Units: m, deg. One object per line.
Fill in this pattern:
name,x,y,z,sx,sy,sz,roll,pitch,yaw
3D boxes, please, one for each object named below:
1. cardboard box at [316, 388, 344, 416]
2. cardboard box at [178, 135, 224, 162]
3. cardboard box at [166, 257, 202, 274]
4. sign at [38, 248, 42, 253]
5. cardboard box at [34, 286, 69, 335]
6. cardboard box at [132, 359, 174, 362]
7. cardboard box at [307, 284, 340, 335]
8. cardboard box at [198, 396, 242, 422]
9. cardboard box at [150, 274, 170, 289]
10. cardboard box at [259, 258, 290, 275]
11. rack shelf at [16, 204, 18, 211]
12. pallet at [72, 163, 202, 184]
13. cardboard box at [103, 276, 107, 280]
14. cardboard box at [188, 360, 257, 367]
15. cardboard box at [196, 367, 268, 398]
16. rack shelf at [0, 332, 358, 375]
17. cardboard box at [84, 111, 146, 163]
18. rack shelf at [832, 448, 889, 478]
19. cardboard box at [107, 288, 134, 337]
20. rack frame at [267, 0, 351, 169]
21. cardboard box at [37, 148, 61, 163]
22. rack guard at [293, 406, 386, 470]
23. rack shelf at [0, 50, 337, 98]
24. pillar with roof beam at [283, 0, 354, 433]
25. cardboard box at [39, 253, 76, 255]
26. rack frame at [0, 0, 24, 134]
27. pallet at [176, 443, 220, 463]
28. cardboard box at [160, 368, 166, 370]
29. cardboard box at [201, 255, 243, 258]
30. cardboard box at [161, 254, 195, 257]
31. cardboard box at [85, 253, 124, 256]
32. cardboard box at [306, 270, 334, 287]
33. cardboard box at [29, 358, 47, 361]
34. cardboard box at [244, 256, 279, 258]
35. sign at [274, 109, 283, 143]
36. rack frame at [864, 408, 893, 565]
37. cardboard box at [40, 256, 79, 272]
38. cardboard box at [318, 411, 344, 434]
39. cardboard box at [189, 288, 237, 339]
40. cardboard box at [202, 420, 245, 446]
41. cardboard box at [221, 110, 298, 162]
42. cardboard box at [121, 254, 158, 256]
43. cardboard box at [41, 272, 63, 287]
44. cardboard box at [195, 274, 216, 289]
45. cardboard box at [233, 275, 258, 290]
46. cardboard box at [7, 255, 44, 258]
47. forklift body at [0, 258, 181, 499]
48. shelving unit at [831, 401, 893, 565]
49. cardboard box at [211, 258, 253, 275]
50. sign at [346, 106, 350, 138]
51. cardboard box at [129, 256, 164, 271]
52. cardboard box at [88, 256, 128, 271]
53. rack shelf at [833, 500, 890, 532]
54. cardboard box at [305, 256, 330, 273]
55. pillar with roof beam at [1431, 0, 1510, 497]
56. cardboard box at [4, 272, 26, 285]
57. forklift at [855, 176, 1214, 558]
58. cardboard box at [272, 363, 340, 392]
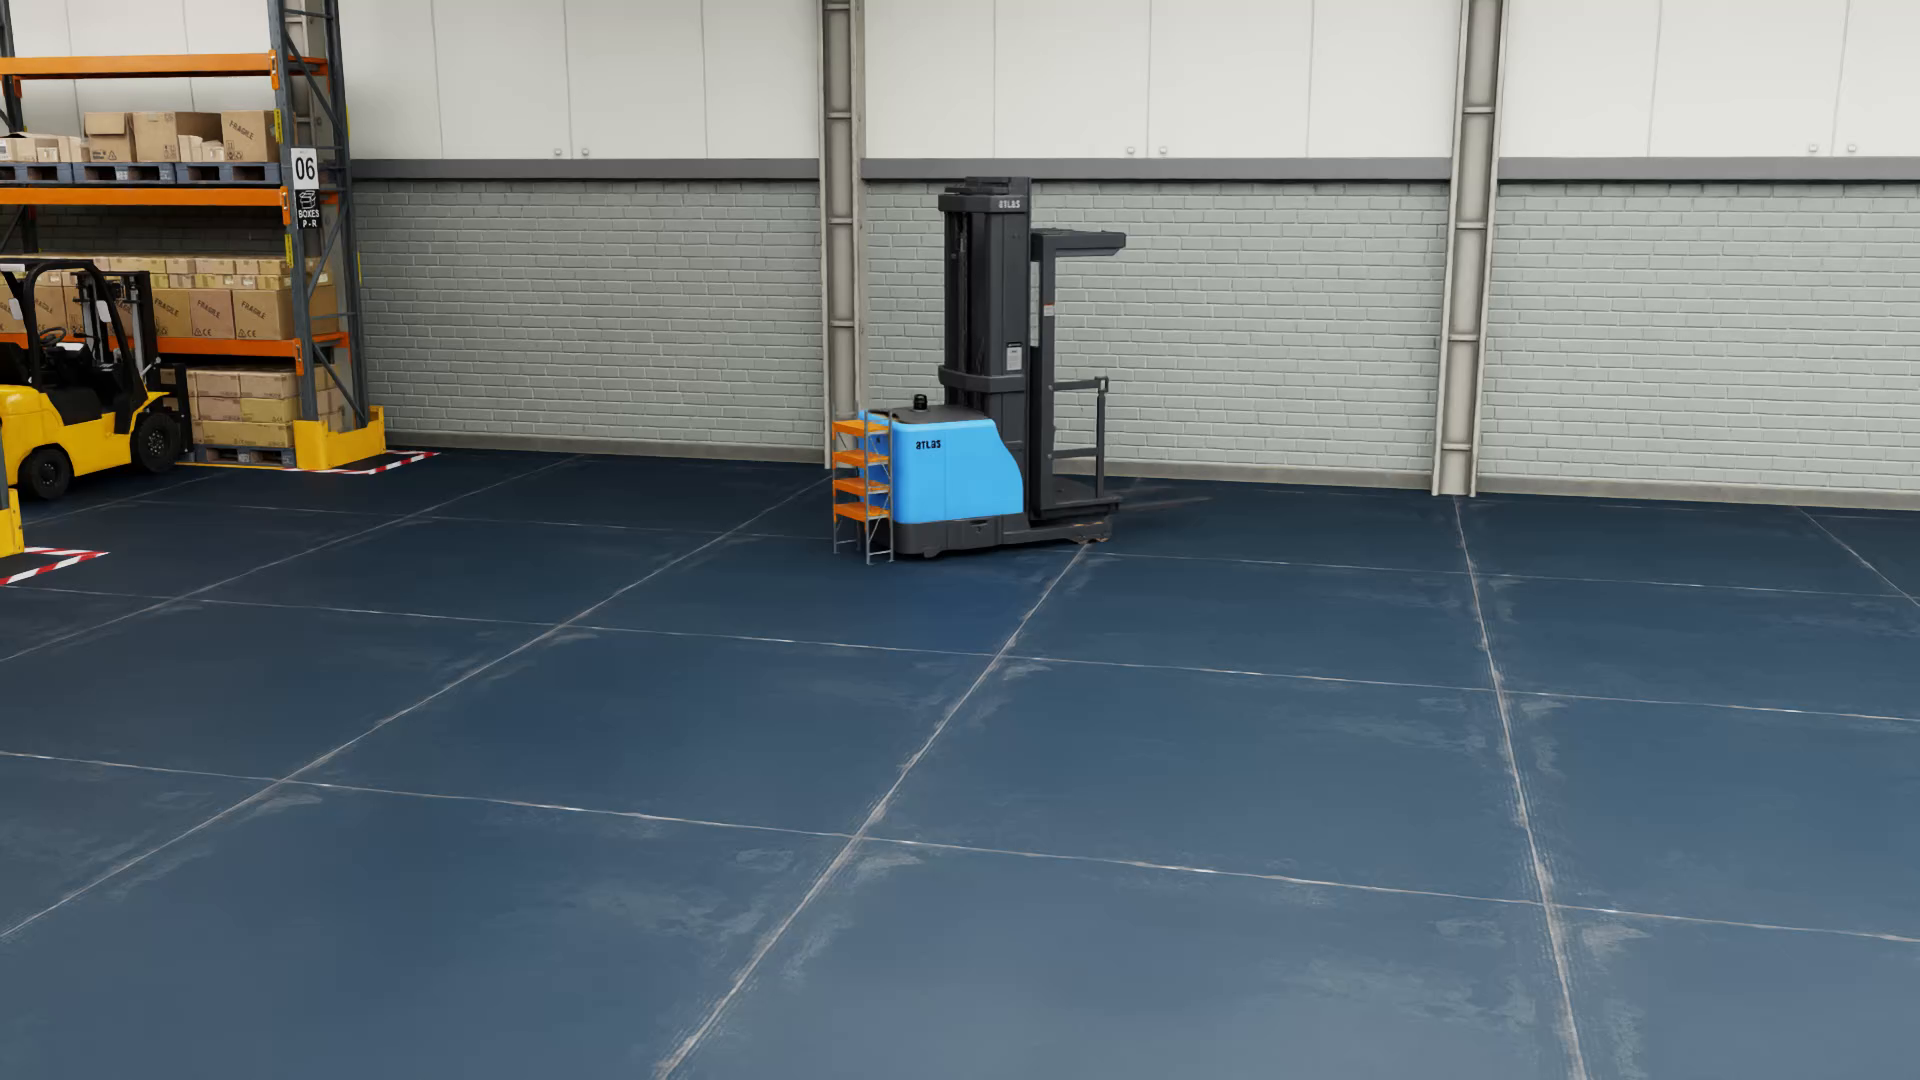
cardboard box,-6.933,-1.481,17.706,0.500,0.250,0.500,3,13,15
cardboard box,-7.650,-3.951,16.800,0.258,0.266,0.396,3,13,14
cardboard box,-7.935,-2.824,17.120,0.250,0.149,0.380,3,13,15
sign,-10.278,-3.091,18.561,0.005,0.325,0.100,3,13,14
cardboard box,-9.532,-2.461,17.669,0.500,0.500,0.500,3,13,15
cardboard box,-8.902,-1.827,18.114,0.500,0.250,0.500,3,13,14
cardboard box,-6.941,-2.439,17.570,0.500,0.500,0.500,3,13,15
cardboard box,-7.558,-1.400,17.344,0.500,0.250,0.500,3,13,13
cardboard box,-8.181,-2.692,17.213,0.250,0.149,0.380,3,13,14
cardboard box,-6.924,-2.791,16.972,0.250,0.149,0.380,3,13,14
rack shelf,-12.351,-3.730,18.358,4.000,0.370,1.077,3,13,14
pallet,-8.395,-3.832,17.359,1.213,0.211,1.003,3,13,14
cardboard box,-8.927,-2.735,17.405,0.250,0.149,0.380,3,13,12
cardboard box,-7.916,-1.775,17.878,0.500,0.250,0.500,3,13,13
cardboard box,-7.545,-1.640,17.271,0.500,0.250,0.500,3,13,15
rack shelf,-8.468,-2.058,17.747,4.000,0.370,1.077,3,13,14
cardboard box,-8.544,-4.159,17.189,0.637,0.503,0.797,3,13,15
rack shelf,-0.763,-0.602,12.956,0.258,0.148,0.480,-9,15,-34
cardboard box,-8.557,-2.404,17.413,0.500,0.500,0.500,3,13,14
rack frame,-6.526,-5.235,16.551,0.127,3.000,1.000,3,13,14
cardboard box,-9.301,-3.982,17.210,0.250,0.149,0.380,3,13,15
rack guard,-6.503,-1.084,17.466,0.348,0.500,1.175,3,13,14
rack shelf,-8.468,-4.792,17.141,4.000,0.370,1.077,3,13,14
pillar with roof beam,-8.018,-4.555,13.488,0.400,9.000,9.100,3,13,14
cardboard box,-9.794,-3.049,18.137,0.250,0.149,0.380,3,13,12
rack frame,-10.410,-5.442,17.487,0.127,3.000,1.000,3,13,14
pallet,-8.459,-1.039,17.930,1.213,0.211,1.003,3,13,14
cardboard box,-8.527,-1.692,17.505,0.500,0.250,0.500,3,13,12
cardboard box,-7.805,-2.935,17.620,0.250,0.149,0.380,3,13,15
cardboard box,-8.296,-2.965,17.758,0.250,0.149,0.380,3,13,14
cardboard box,-9.275,-3.039,18.089,0.250,0.149,0.380,3,13,12
cardboard box,-6.793,-2.743,17.445,0.250,0.149,0.380,3,13,12
cardboard box,-9.885,-1.879,18.349,0.500,0.250,0.500,3,13,15
cardboard box,-7.307,-2.910,17.510,0.250,0.149,0.380,3,13,15
sign,-6.670,-4.050,16.278,0.005,0.325,0.100,3,13,14
rack frame,-0.623,-0.406,12.795,0.240,1.200,0.015,-9,15,-34
cardboard box,-9.420,-2.904,17.483,0.250,0.149,0.380,3,13,15
cardboard box,-6.956,-1.235,17.754,0.500,0.250,0.500,3,13,14
cardboard box,-7.568,-2.354,17.187,0.500,0.500,0.500,3,13,15
cardboard box,-7.539,-1.154,17.389,0.500,0.250,0.500,3,13,14
cardboard box,-7.014,-4.045,16.682,0.500,0.500,0.500,3,13,15
cardboard box,-8.792,-2.998,17.905,0.250,0.149,0.380,3,13,13
cardboard box,-9.430,-2.758,17.510,0.250,0.149,0.380,3,13,15
cardboard box,-7.660,-2.679,17.155,0.250,0.149,0.380,3,13,13
cardboard box,-7.185,-2.637,16.967,0.250,0.149,0.380,3,13,14
cardboard box,-9.891,-2.954,17.709,0.250,0.149,0.380,3,13,14
forklift body,-8.804,-1.606,16.008,1.214,2.155,2.313,3,13,14
shelving unit,-0.763,-0.450,12.990,0.258,1.200,0.503,-9,15,-34
cardboard box,-7.432,-2.805,17.036,0.250,0.149,0.380,3,13,15
sign,-6.387,-4.352,17.298,0.005,0.325,0.100,3,13,14
cardboard box,-8.415,-2.869,17.325,0.250,0.149,0.380,3,13,14
cardboard box,-8.901,-2.895,17.442,0.250,0.149,0.380,3,13,13
rack shelf,-0.763,-0.190,13.048,0.258,0.148,0.480,-9,15,-34
cardboard box,-6.801,-2.879,17.369,0.250,0.149,0.380,3,13,12
pillar with roof beam,3.633,-3.932,10.681,0.400,9.000,9.100,3,13,14
cardboard box,-9.911,-2.794,17.673,0.250,0.149,0.380,3,13,15
forklift,0.685,-1.490,13.685,3.031,2.935,1.130,-6,14,-26
cardboard box,-6.947,-1.721,17.637,0.500,0.250,0.500,3,13,13
